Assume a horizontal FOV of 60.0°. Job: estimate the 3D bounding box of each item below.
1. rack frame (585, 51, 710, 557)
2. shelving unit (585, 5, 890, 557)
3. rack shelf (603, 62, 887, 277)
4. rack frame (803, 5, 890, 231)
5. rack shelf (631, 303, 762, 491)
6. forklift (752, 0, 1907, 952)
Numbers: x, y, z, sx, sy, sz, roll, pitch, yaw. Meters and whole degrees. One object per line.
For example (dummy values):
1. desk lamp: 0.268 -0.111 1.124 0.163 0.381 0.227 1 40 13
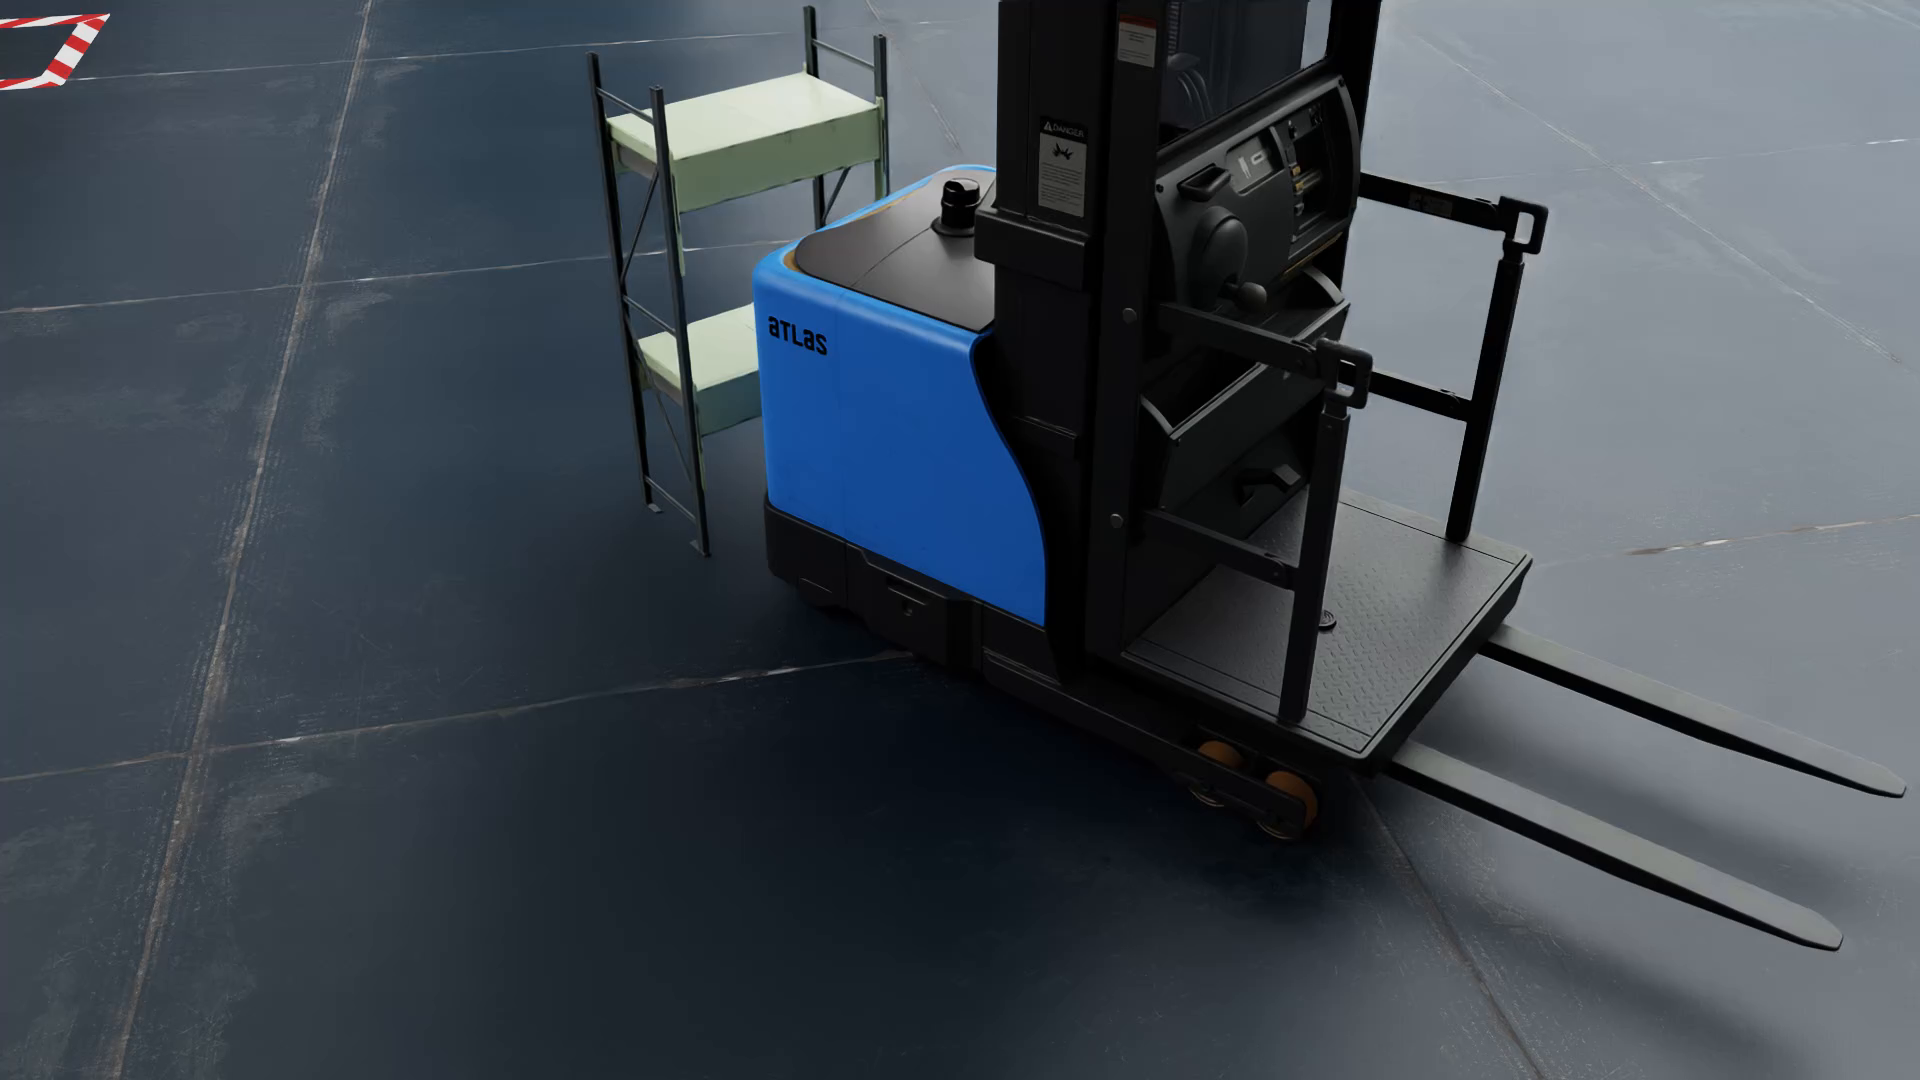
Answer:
1. rack frame: -0.921 -0.662 4.962 0.023 1.500 0.400 -24 40 -31
2. shelving unit: -0.633 -0.788 5.150 0.755 1.500 0.431 -24 40 -31
3. rack shelf: -0.633 -1.112 4.932 0.720 0.370 0.431 -24 40 -31
4. rack frame: -0.344 -0.913 5.337 0.023 1.500 0.400 -24 40 -31
5. rack shelf: -0.633 -0.517 5.331 0.720 0.370 0.431 -24 40 -31
6. forklift: 0.894 -0.801 3.885 3.031 2.935 1.130 23 40 30
